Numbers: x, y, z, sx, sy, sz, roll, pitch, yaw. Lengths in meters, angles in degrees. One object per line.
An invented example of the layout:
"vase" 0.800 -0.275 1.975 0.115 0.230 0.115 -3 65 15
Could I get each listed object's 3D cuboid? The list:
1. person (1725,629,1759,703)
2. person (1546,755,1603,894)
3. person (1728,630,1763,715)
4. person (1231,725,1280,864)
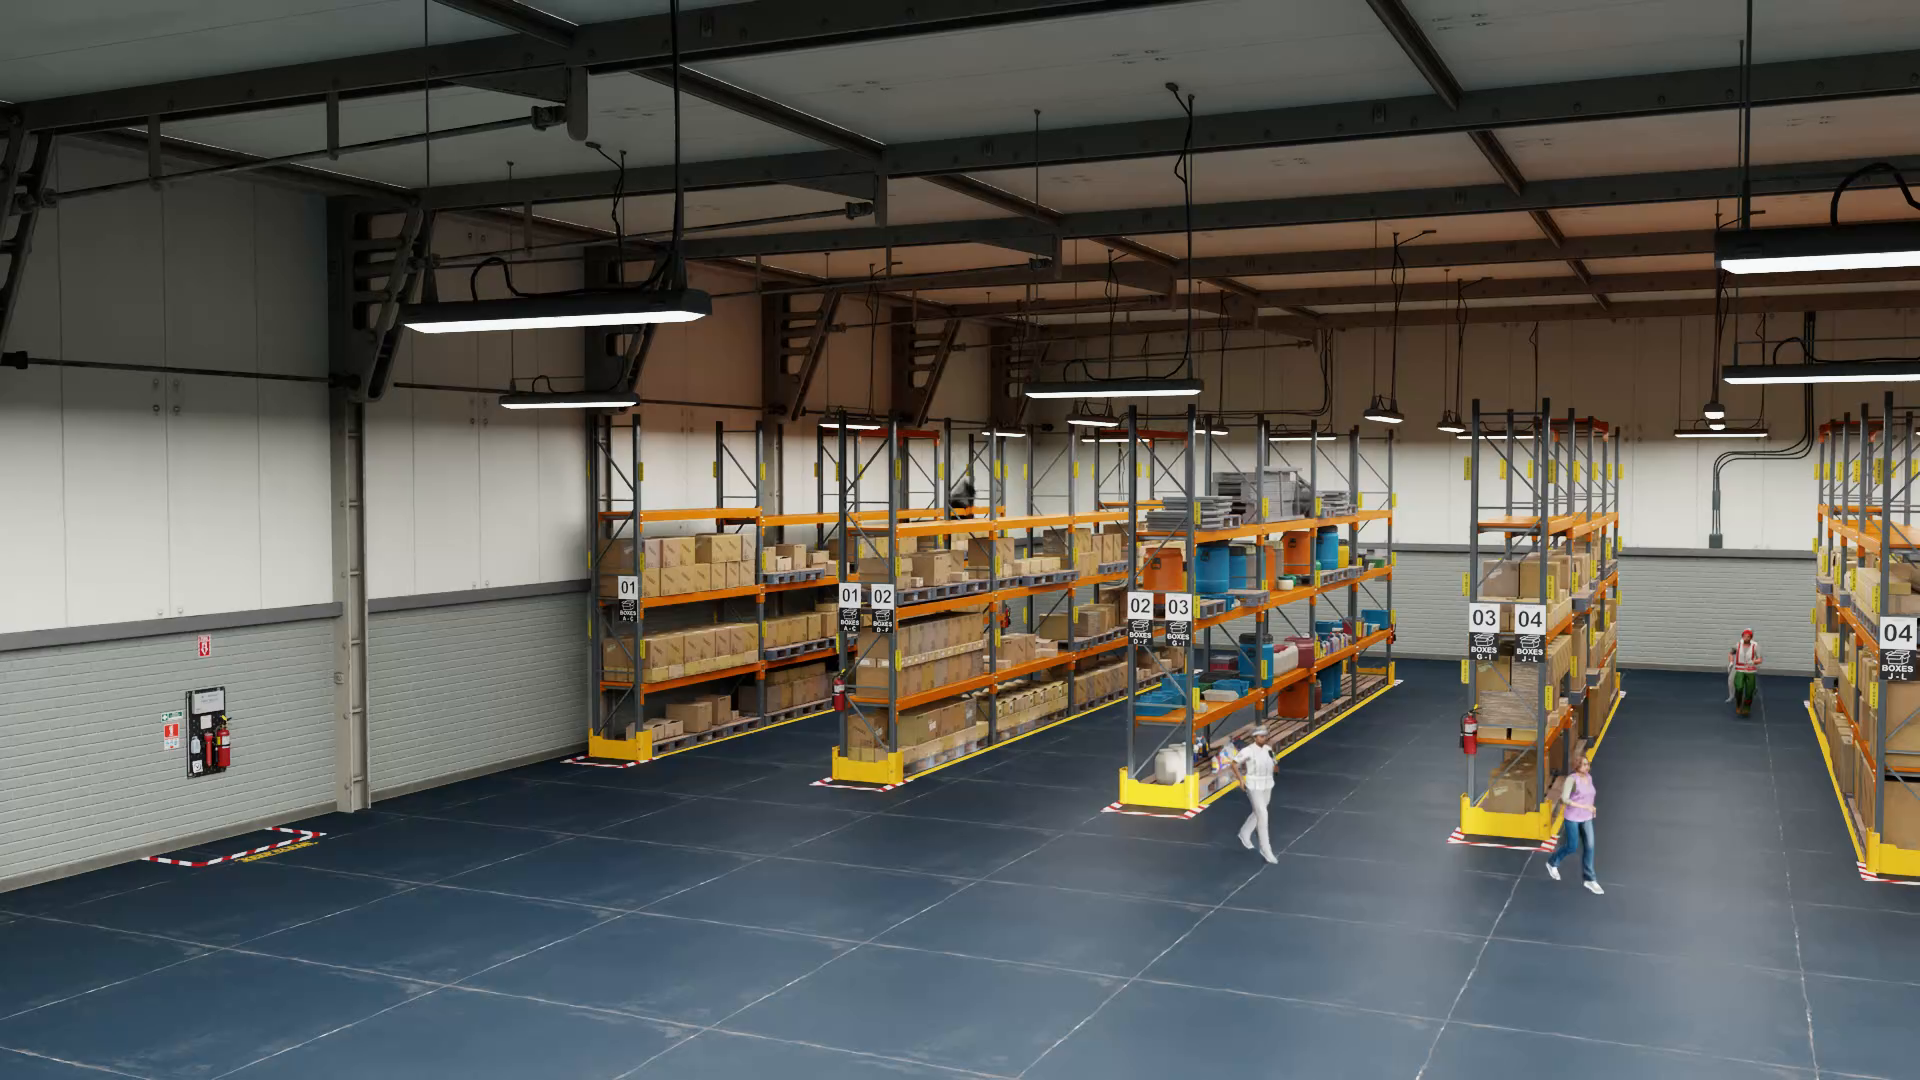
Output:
"person" 16.989 2.727 35.921 0.754 1.623 0.648 -1 2 -20
"person" 7.413 3.373 19.992 0.562 1.614 0.783 -1 3 -26
"person" 16.022 2.709 33.939 0.646 1.753 0.668 1 3 27
"person" 3.876 3.256 21.601 0.560 1.736 0.841 -2 3 -33
